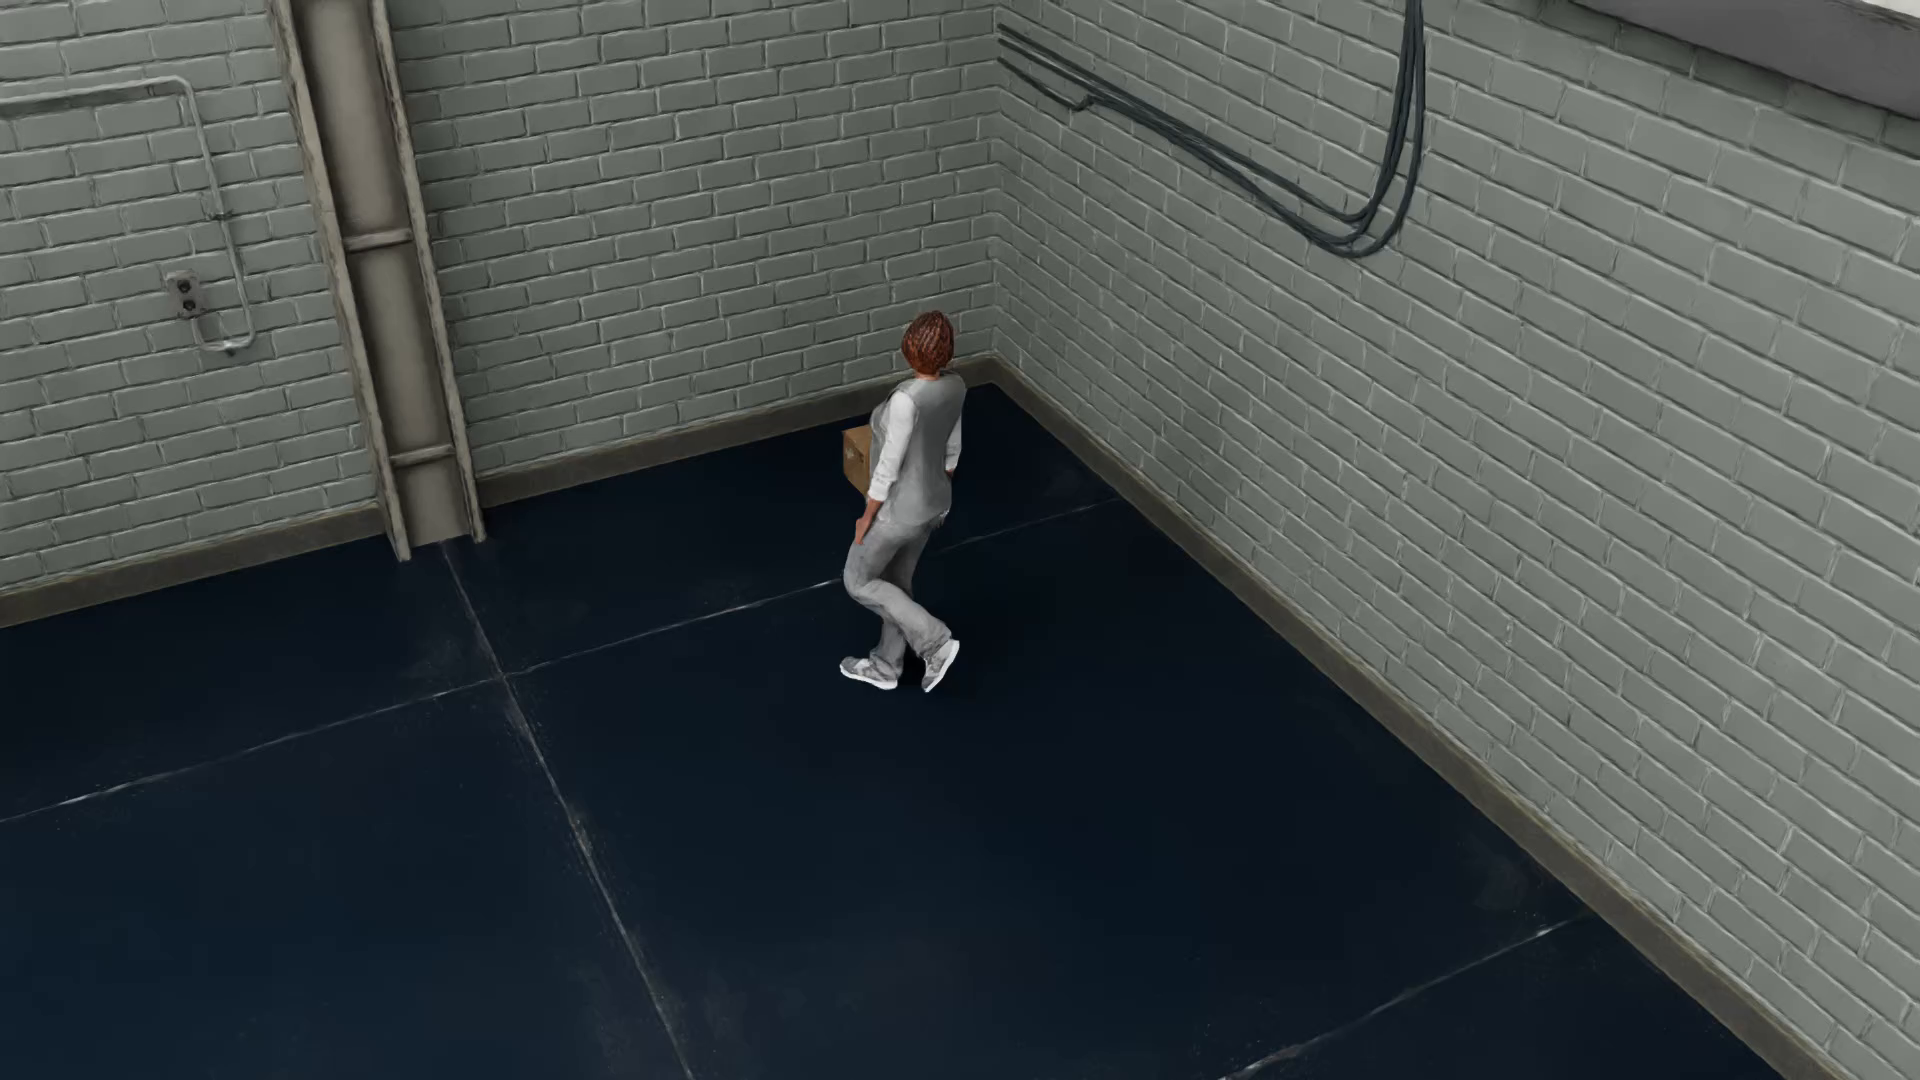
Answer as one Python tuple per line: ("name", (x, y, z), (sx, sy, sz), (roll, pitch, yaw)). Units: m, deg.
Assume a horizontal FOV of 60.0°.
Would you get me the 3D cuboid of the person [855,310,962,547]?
("person", (-0.191, -0.380, 6.181), (0.273, 0.943, 0.466), (19, 38, 26))
